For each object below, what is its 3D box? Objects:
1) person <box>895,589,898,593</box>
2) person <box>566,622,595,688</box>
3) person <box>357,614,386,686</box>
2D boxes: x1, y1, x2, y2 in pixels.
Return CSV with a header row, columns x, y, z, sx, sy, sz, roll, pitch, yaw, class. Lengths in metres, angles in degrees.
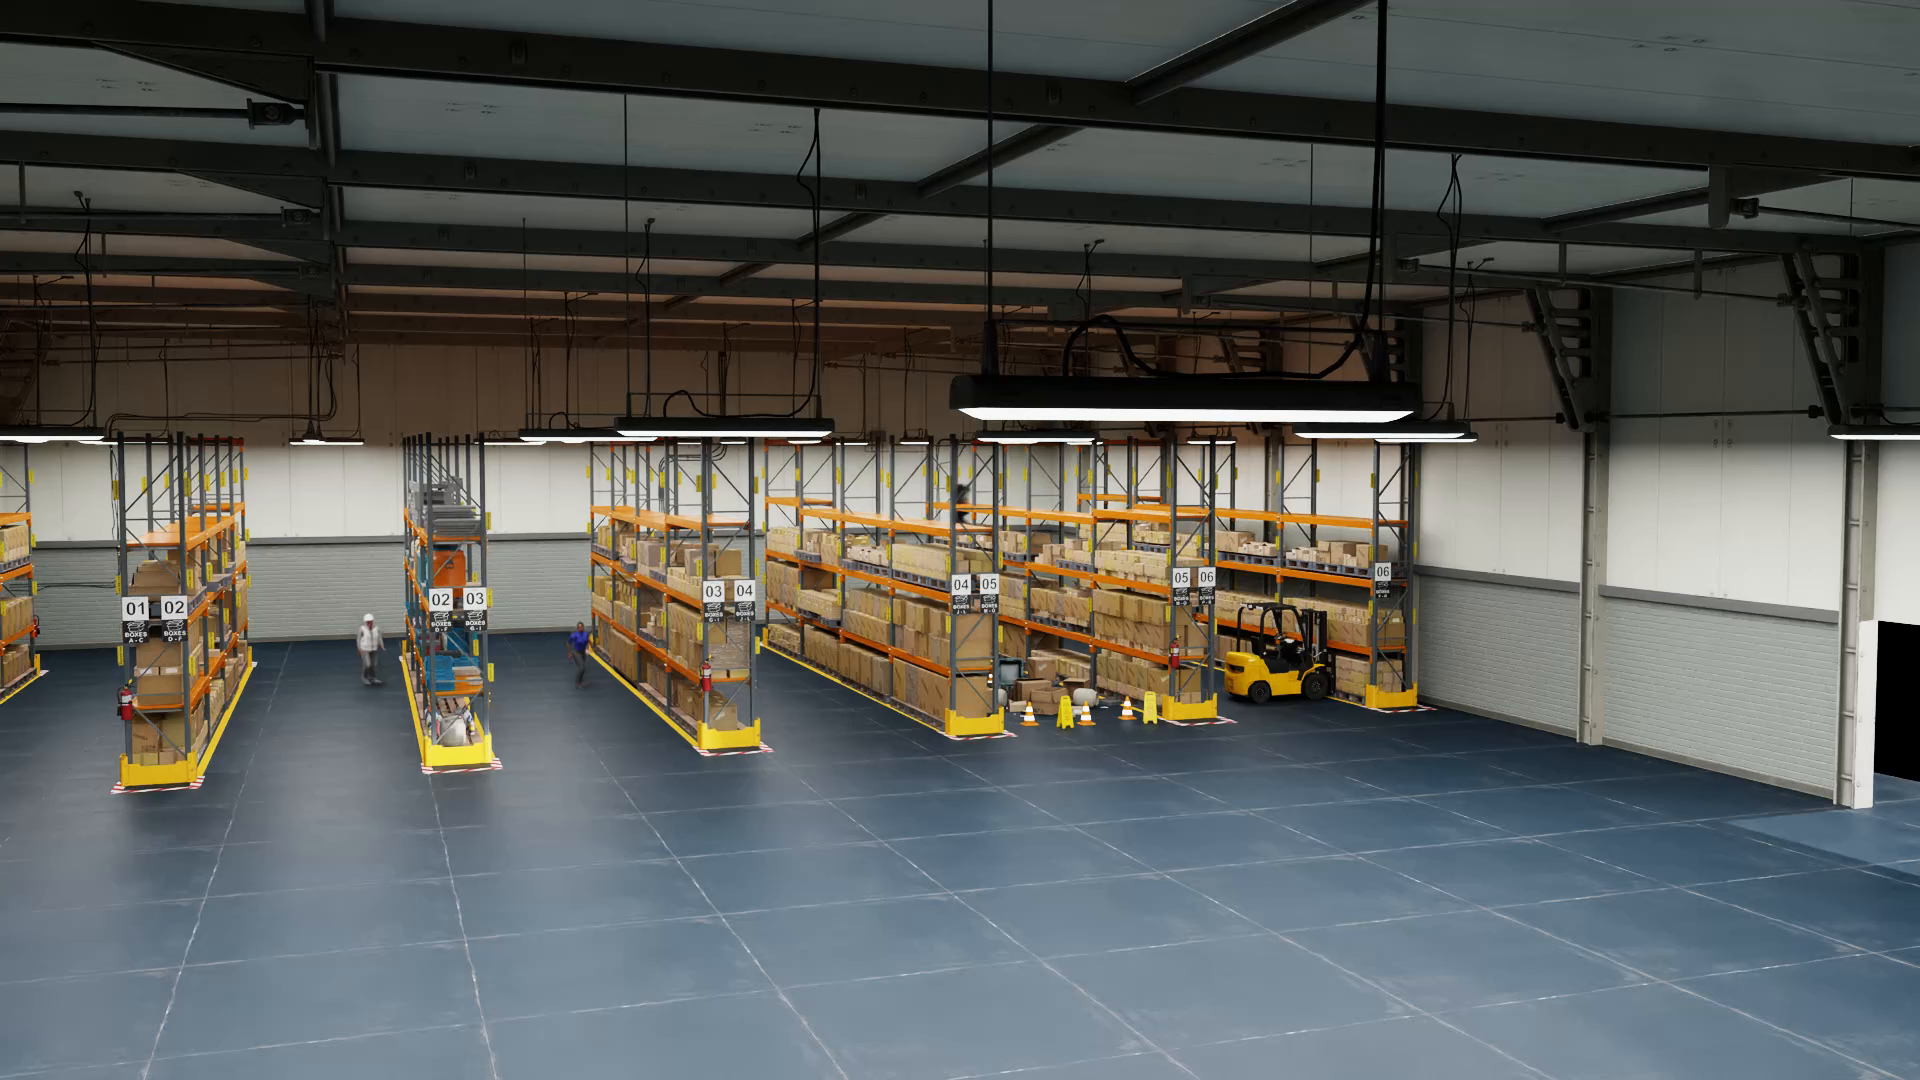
x,y,z,sx,sy,sz,roll,pitch,yaw,class
-1.851,2.237,46.443,0.671,1.764,1.000,-2,4,-37,person
-9.047,2.756,39.817,0.773,1.618,0.597,2,4,29,person
-14.229,2.640,40.109,0.645,1.747,0.617,2,4,38,person
